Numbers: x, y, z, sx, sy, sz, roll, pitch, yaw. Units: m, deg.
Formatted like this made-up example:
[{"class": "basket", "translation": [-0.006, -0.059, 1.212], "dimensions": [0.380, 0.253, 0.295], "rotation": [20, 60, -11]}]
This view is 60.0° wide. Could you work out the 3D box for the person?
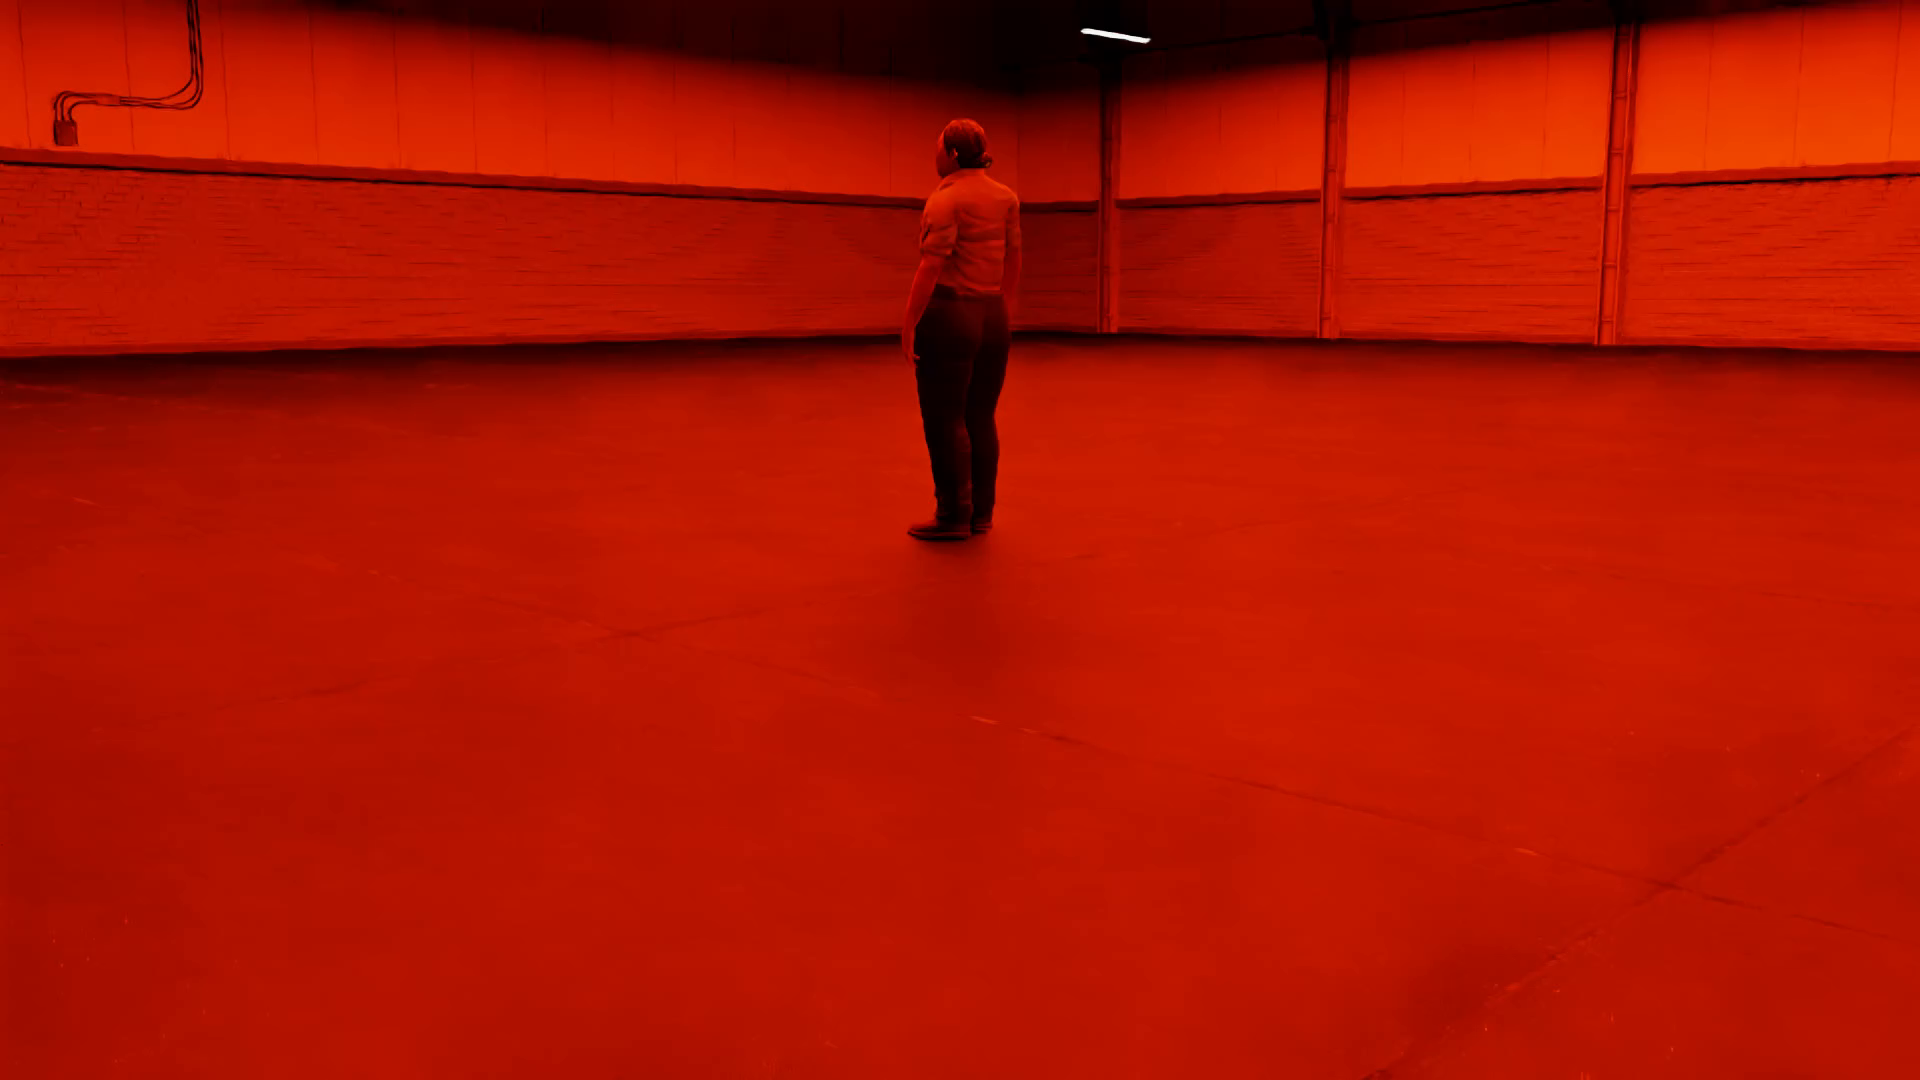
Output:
[{"class": "person", "translation": [-0.049, -0.828, 6.672], "dimensions": [0.502, 1.640, 0.599], "rotation": [8, 12, 43]}]
